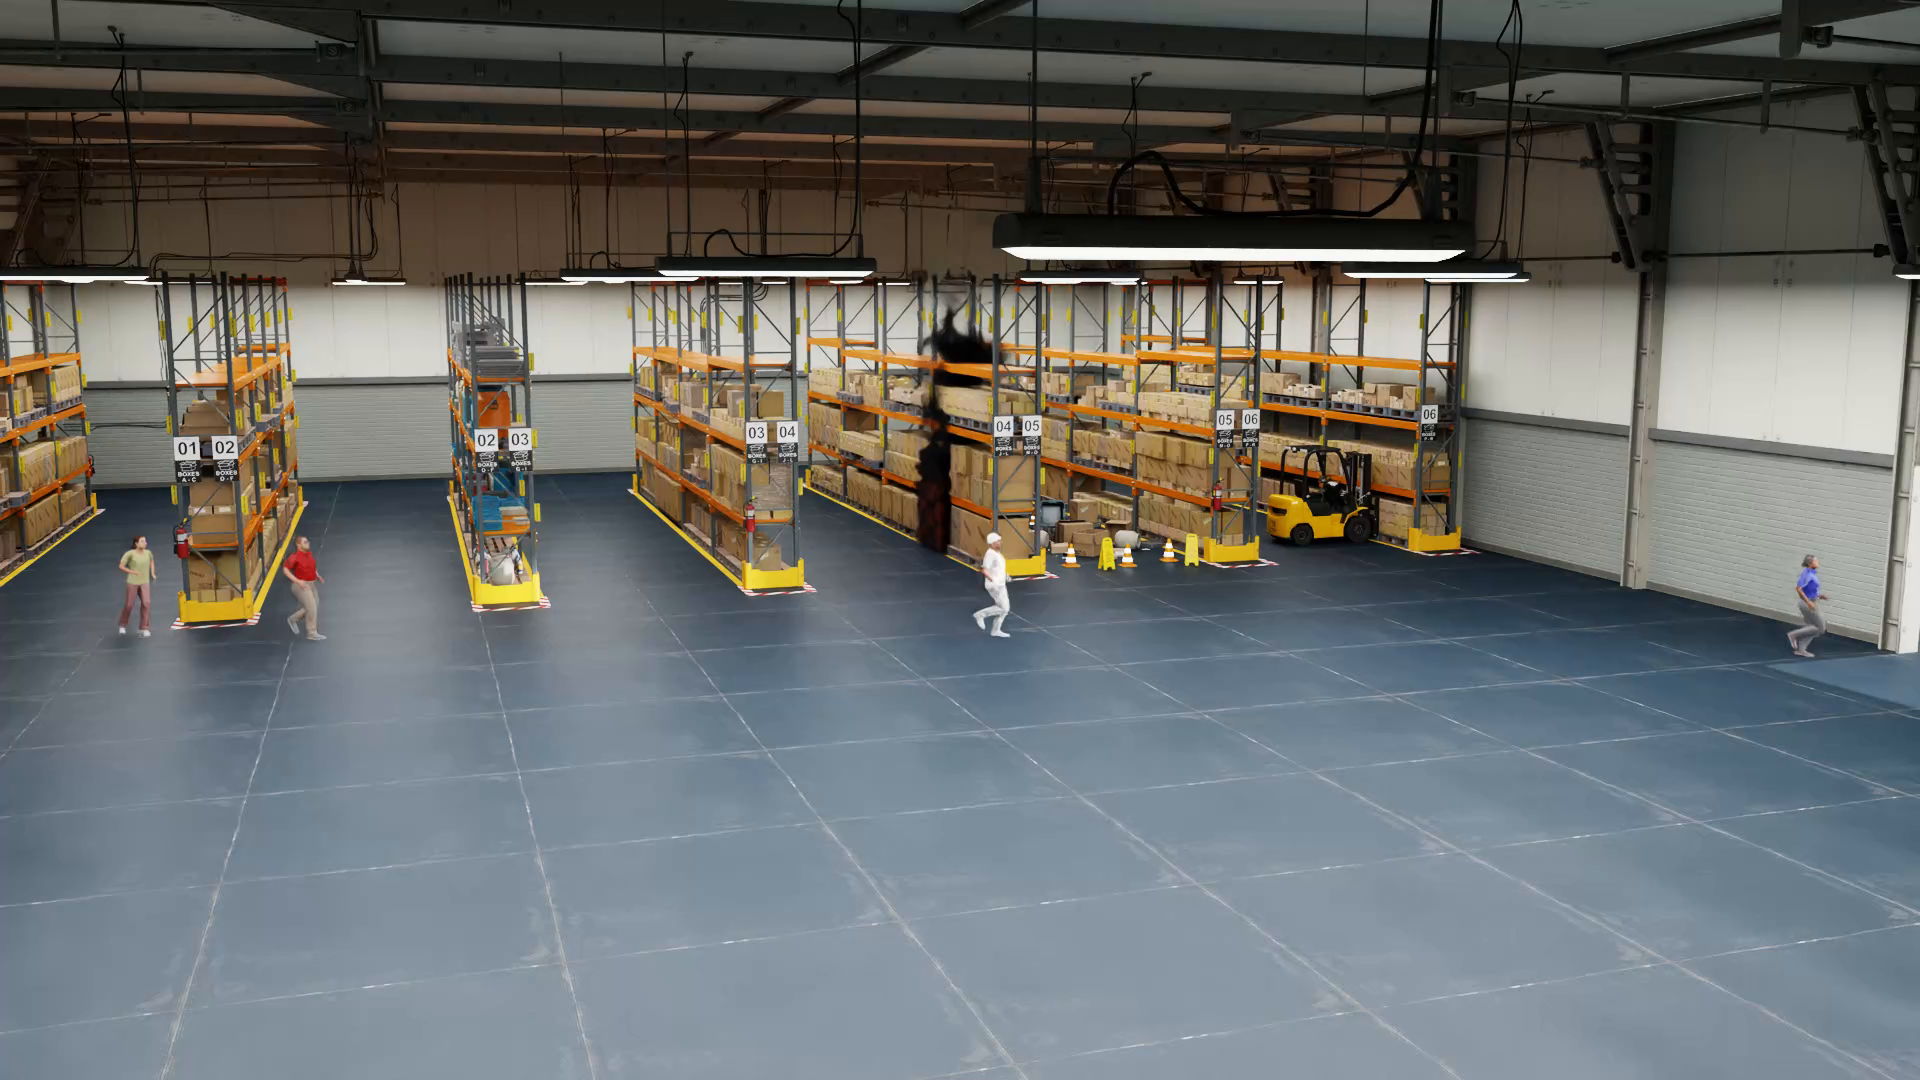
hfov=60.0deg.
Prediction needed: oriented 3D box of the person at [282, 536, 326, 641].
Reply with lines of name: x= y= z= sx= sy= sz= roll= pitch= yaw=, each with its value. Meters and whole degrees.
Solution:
person: x=-10.762 y=0.787 z=27.239 sx=0.716 sy=1.705 sz=0.686 roll=2 pitch=9 yaw=10

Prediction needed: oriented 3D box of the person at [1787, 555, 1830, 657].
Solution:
person: x=13.275 y=1.030 z=25.989 sx=0.558 sy=1.612 sz=0.574 roll=4 pitch=10 yaw=26

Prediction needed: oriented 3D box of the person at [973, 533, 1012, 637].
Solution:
person: x=0.535 y=0.745 z=27.473 sx=0.599 sy=1.739 sz=0.690 roll=1 pitch=9 yaw=9

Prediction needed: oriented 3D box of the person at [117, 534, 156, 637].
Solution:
person: x=-13.576 y=0.731 z=27.561 sx=0.863 sy=1.649 sz=0.630 roll=8 pitch=12 yaw=43

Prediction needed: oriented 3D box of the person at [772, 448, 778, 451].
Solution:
person: x=-4.976 y=-2.058 z=45.983 sx=0.638 sy=1.736 sz=0.653 roll=-2 pitch=9 yaw=-12
